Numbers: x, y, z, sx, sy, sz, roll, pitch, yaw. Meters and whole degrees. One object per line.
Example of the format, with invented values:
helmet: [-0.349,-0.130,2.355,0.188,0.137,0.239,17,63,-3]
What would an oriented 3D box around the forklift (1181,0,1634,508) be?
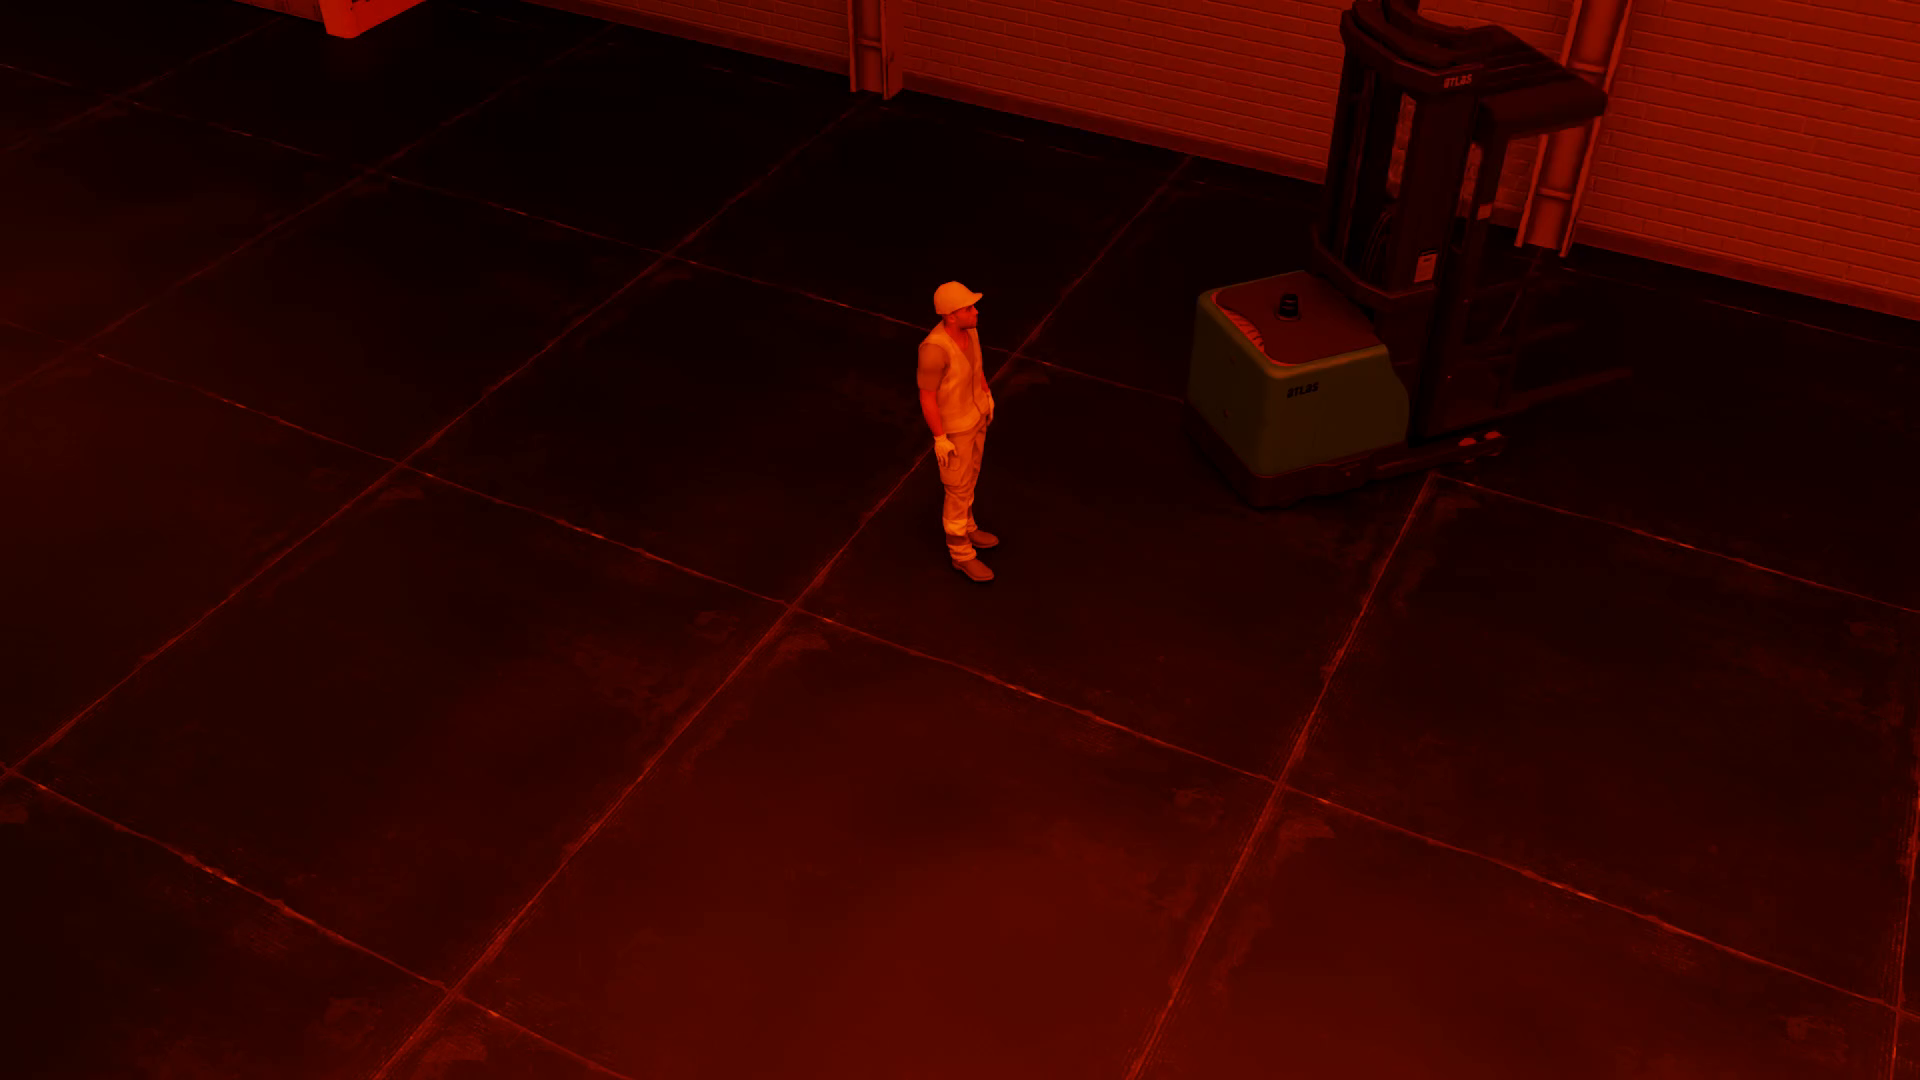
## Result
forklift: [3.042,-1.925,10.272,3.031,2.935,1.130,-15,42,-17]

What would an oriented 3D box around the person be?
person: [0.067,-0.660,9.645,0.562,1.789,0.638,18,43,21]
